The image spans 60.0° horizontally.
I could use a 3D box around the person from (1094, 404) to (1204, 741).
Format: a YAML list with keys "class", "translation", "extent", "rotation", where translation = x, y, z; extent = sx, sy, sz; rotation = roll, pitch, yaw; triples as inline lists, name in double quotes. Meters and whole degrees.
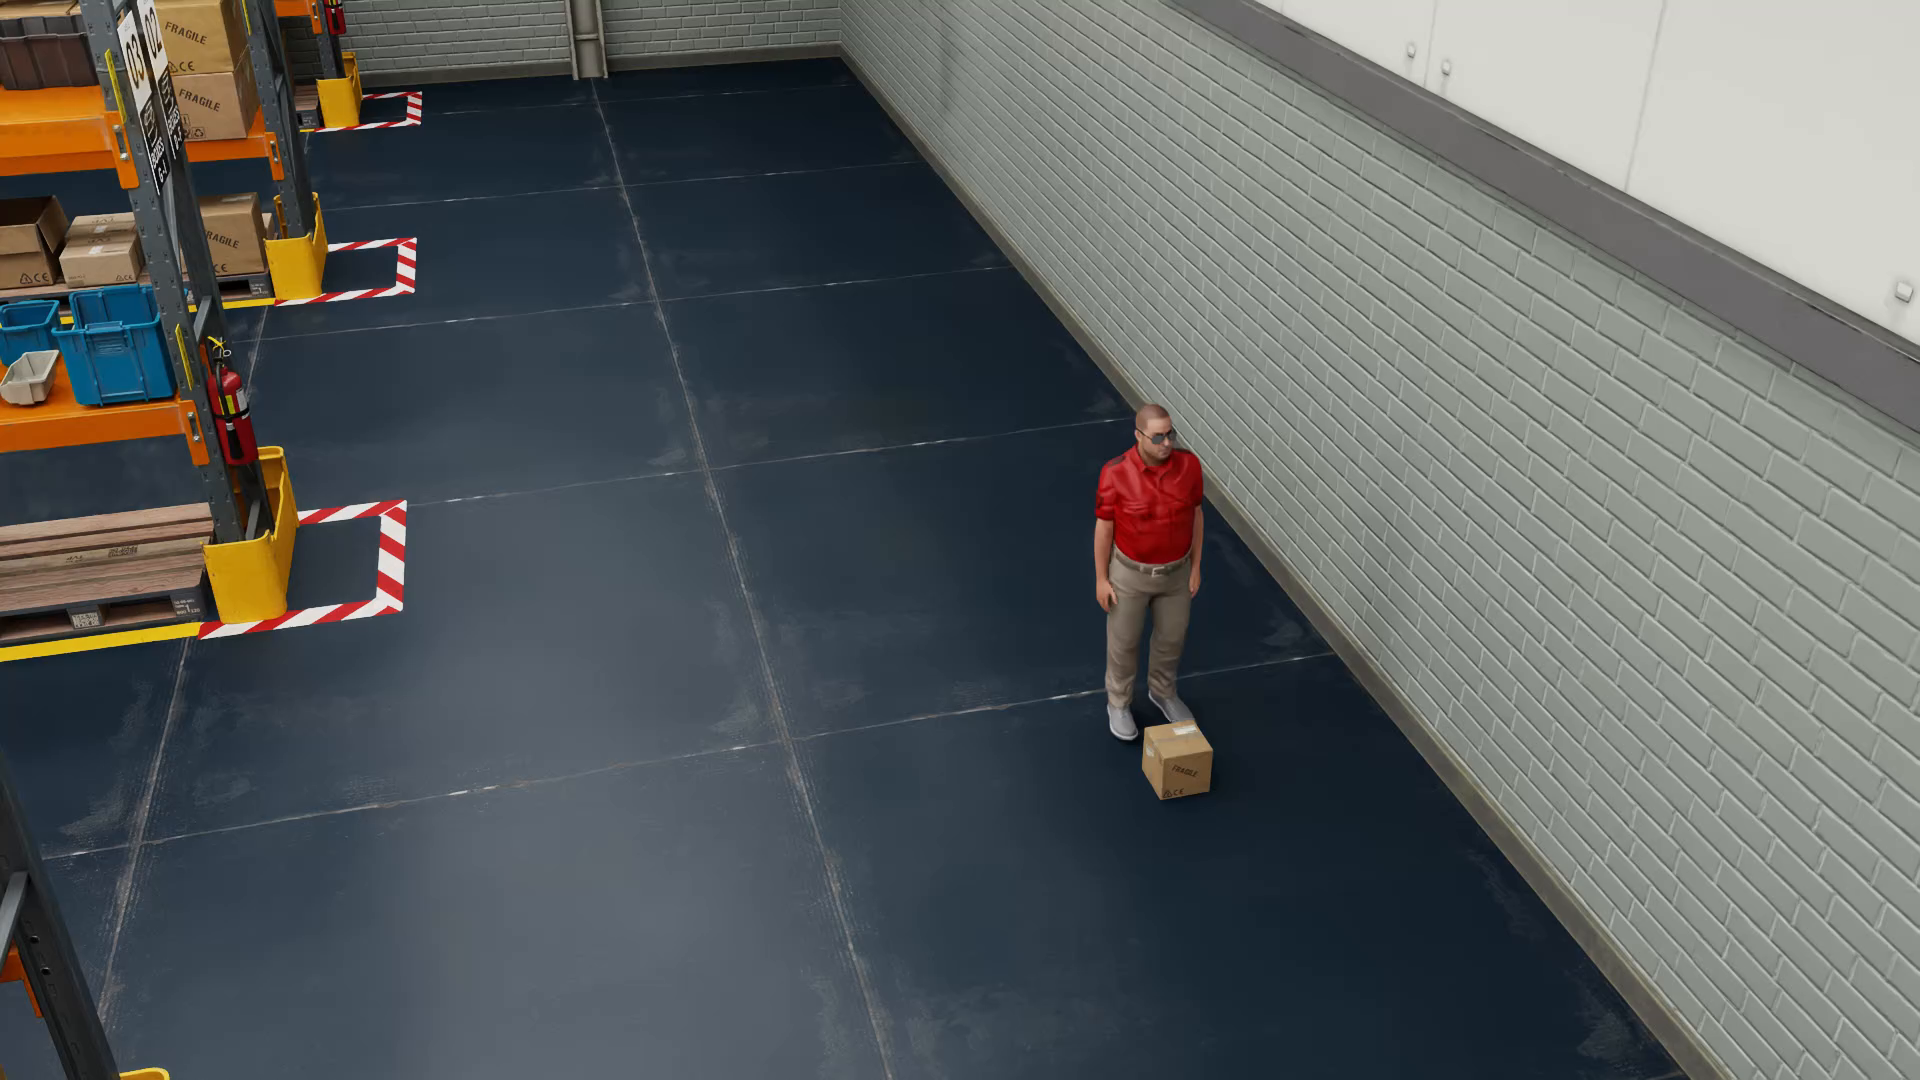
- class: "person"
  translation: [0.910, 0.171, 7.971]
  extent: [0.544, 1.748, 0.369]
  rotation: [-7, 31, -12]
